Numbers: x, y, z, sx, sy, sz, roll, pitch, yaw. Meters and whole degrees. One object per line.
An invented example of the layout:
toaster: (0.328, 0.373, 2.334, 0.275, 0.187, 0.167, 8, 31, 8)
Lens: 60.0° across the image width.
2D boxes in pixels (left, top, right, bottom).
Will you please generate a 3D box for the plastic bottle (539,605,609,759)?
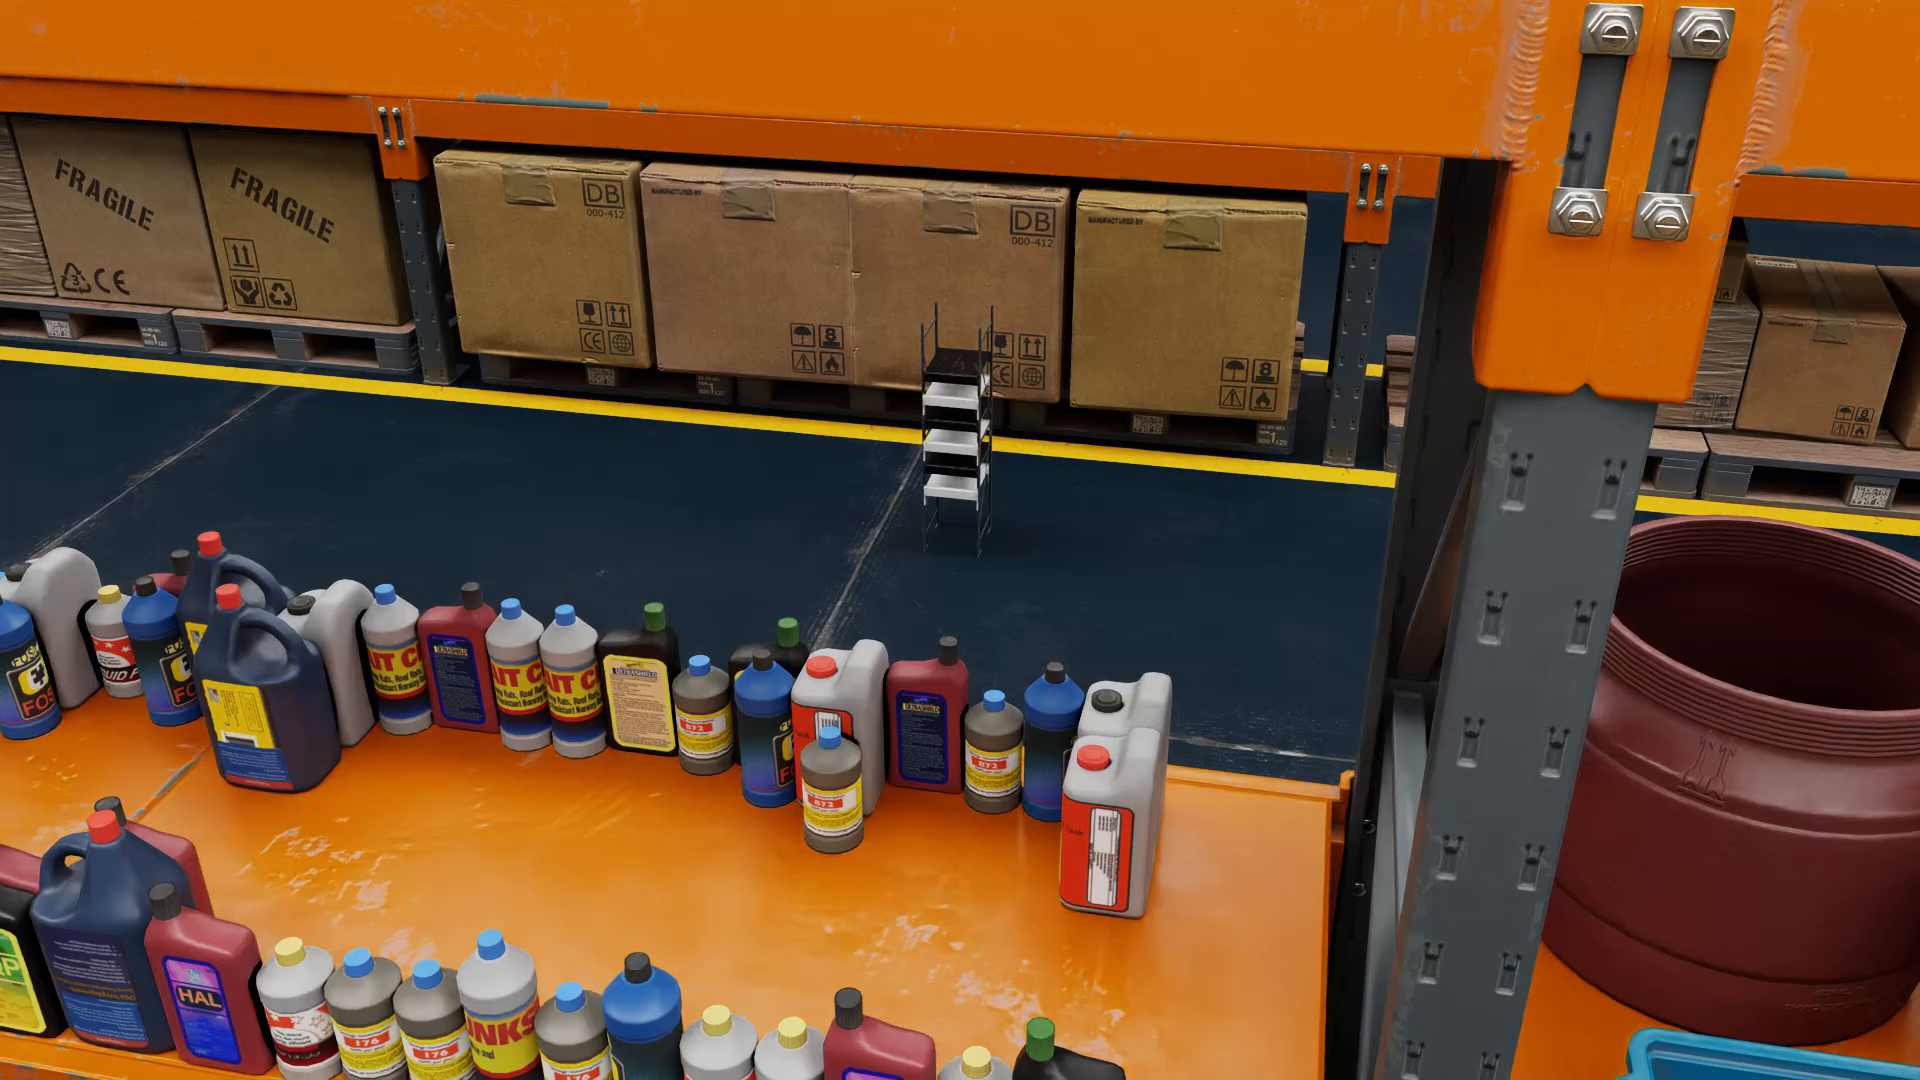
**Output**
plastic bottle: (-0.658, 0.234, 2.832, 0.097, 0.271, 0.097, 0, 29, 0)

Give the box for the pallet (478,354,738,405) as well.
pallet: (-1.494, -0.982, 7.823, 1.213, 0.211, 1.003, 6, 29, 11)

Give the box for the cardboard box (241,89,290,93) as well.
cardboard box: (-2.883, -2.039, 7.112, 0.250, 0.149, 0.380, 6, 29, 12)

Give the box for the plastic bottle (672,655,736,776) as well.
plastic bottle: (-0.433, 0.288, 2.807, 0.097, 0.201, 0.097, 0, 29, 0)

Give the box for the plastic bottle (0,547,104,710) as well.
plastic bottle: (-1.636, 0.145, 2.990, 0.135, 0.276, 0.152, 6, 29, 11)

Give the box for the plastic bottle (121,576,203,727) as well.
plastic bottle: (-1.399, 0.188, 2.917, 0.097, 0.271, 0.097, 0, 29, 0)

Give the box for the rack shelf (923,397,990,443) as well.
rack shelf: (-0.008, -0.445, 6.008, 0.200, 0.077, 0.258, 6, 29, 11)

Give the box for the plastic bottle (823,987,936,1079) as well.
plastic bottle: (-0.097, 0.668, 2.027, 0.133, 0.283, 0.061, 6, 29, 11)

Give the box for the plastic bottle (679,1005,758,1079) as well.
plastic bottle: (-0.301, 0.674, 2.102, 0.097, 0.201, 0.097, 0, 29, 0)

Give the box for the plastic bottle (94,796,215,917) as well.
plastic bottle: (-1.139, 0.491, 2.352, 0.133, 0.283, 0.061, 6, 29, 11)

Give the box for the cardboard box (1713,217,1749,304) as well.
cardboard box: (2.830, -1.170, 6.627, 0.500, 0.250, 0.500, 9, 30, 16)

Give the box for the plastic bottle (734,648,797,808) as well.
plastic bottle: (-0.315, 0.299, 2.714, 0.097, 0.271, 0.097, 0, 29, 0)

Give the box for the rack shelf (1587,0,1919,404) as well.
rack shelf: (2.570, -0.319, 1.335, 4.000, 0.370, 1.077, 6, 29, 11)

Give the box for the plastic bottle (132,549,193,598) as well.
plastic bottle: (-1.401, 0.144, 2.985, 0.133, 0.283, 0.061, 6, 29, 11)

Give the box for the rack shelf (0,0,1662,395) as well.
rack shelf: (-1.342, -0.720, 2.068, 4.000, 0.370, 1.077, 6, 29, 11)

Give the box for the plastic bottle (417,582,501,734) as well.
plastic bottle: (-0.863, 0.199, 2.884, 0.133, 0.283, 0.061, 6, 29, 11)

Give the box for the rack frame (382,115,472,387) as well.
rack frame: (-2.264, -2.247, 7.230, 0.127, 3.000, 1.000, 6, 29, 11)

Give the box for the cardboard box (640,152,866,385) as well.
cardboard box: (-0.760, -1.355, 7.377, 0.875, 0.875, 1.225, 5, 29, 9)

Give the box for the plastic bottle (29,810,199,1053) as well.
plastic bottle: (-1.136, 0.512, 2.243, 0.185, 0.351, 0.144, 6, 29, 11)

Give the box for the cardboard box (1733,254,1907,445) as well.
cardboard box: (3.408, -0.781, 6.698, 0.500, 0.500, 0.700, 8, 30, 15)

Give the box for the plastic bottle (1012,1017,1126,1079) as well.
plastic bottle: (0.129, 0.691, 1.985, 0.133, 0.283, 0.061, 6, 29, 11)

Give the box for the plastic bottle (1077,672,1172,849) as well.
plastic bottle: (0.258, 0.340, 2.635, 0.135, 0.276, 0.152, 6, 29, 11)

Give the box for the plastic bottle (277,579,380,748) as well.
plastic bottle: (-1.098, 0.201, 2.889, 0.135, 0.276, 0.152, 6, 29, 11)

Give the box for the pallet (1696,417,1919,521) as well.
pallet: (3.601, -0.420, 6.797, 1.213, 0.211, 1.003, 6, 29, 11)

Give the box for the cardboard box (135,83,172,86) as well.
cardboard box: (-3.385, -2.091, 7.207, 0.250, 0.149, 0.380, 6, 29, 12)

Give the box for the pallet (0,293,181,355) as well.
pallet: (-4.188, -1.258, 8.328, 1.213, 0.211, 1.003, 6, 29, 11)

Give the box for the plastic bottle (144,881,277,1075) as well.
plastic bottle: (-0.989, 0.577, 2.194, 0.133, 0.283, 0.061, 6, 29, 11)

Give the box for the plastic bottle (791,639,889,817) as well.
plastic bottle: (-0.194, 0.293, 2.720, 0.135, 0.276, 0.152, 6, 29, 11)

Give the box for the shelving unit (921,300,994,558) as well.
shelving unit: (-0.008, -0.396, 6.035, 0.210, 0.900, 0.258, 6, 29, 11)

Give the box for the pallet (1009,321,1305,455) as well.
pallet: (0.893, -0.737, 7.376, 1.213, 0.211, 1.003, 6, 29, 11)

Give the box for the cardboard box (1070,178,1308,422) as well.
cardboard box: (0.977, -1.177, 7.051, 0.875, 0.875, 1.225, 5, 29, 8)

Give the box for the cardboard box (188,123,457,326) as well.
cardboard box: (-2.893, -1.603, 7.829, 0.875, 0.875, 0.875, 6, 29, 11)

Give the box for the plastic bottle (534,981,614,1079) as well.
plastic bottle: (-0.491, 0.655, 2.137, 0.097, 0.201, 0.097, 0, 29, 0)

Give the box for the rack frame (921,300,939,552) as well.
rack frame: (-0.107, -0.406, 6.054, 0.006, 0.900, 0.240, 6, 29, 11)

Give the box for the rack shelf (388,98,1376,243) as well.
rack shelf: (-0.308, -1.731, 7.037, 4.000, 0.370, 1.077, 6, 29, 11)

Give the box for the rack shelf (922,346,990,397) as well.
rack shelf: (-0.008, -0.603, 5.922, 0.200, 0.077, 0.258, 6, 29, 11)

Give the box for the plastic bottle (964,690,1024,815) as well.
plastic bottle: (0.055, 0.338, 2.716, 0.097, 0.201, 0.097, 0, 29, 0)

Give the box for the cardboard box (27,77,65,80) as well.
cardboard box: (-3.887, -2.142, 7.300, 0.250, 0.149, 0.380, 5, 29, 10)

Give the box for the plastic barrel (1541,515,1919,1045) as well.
plastic barrel: (1.131, 0.325, 2.391, 0.708, 0.536, 0.600, 6, 29, 11)

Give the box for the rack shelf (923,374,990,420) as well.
rack shelf: (-0.008, -0.524, 5.965, 0.200, 0.077, 0.258, 6, 29, 11)

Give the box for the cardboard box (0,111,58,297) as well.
cardboard box: (-4.643, -1.782, 8.157, 0.875, 0.875, 0.875, 6, 29, 11)

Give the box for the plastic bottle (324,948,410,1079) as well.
plastic bottle: (-0.777, 0.626, 2.191, 0.097, 0.201, 0.097, 0, 29, 0)

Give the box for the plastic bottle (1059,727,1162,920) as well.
plastic bottle: (0.226, 0.411, 2.505, 0.135, 0.276, 0.152, 6, 29, 11)
